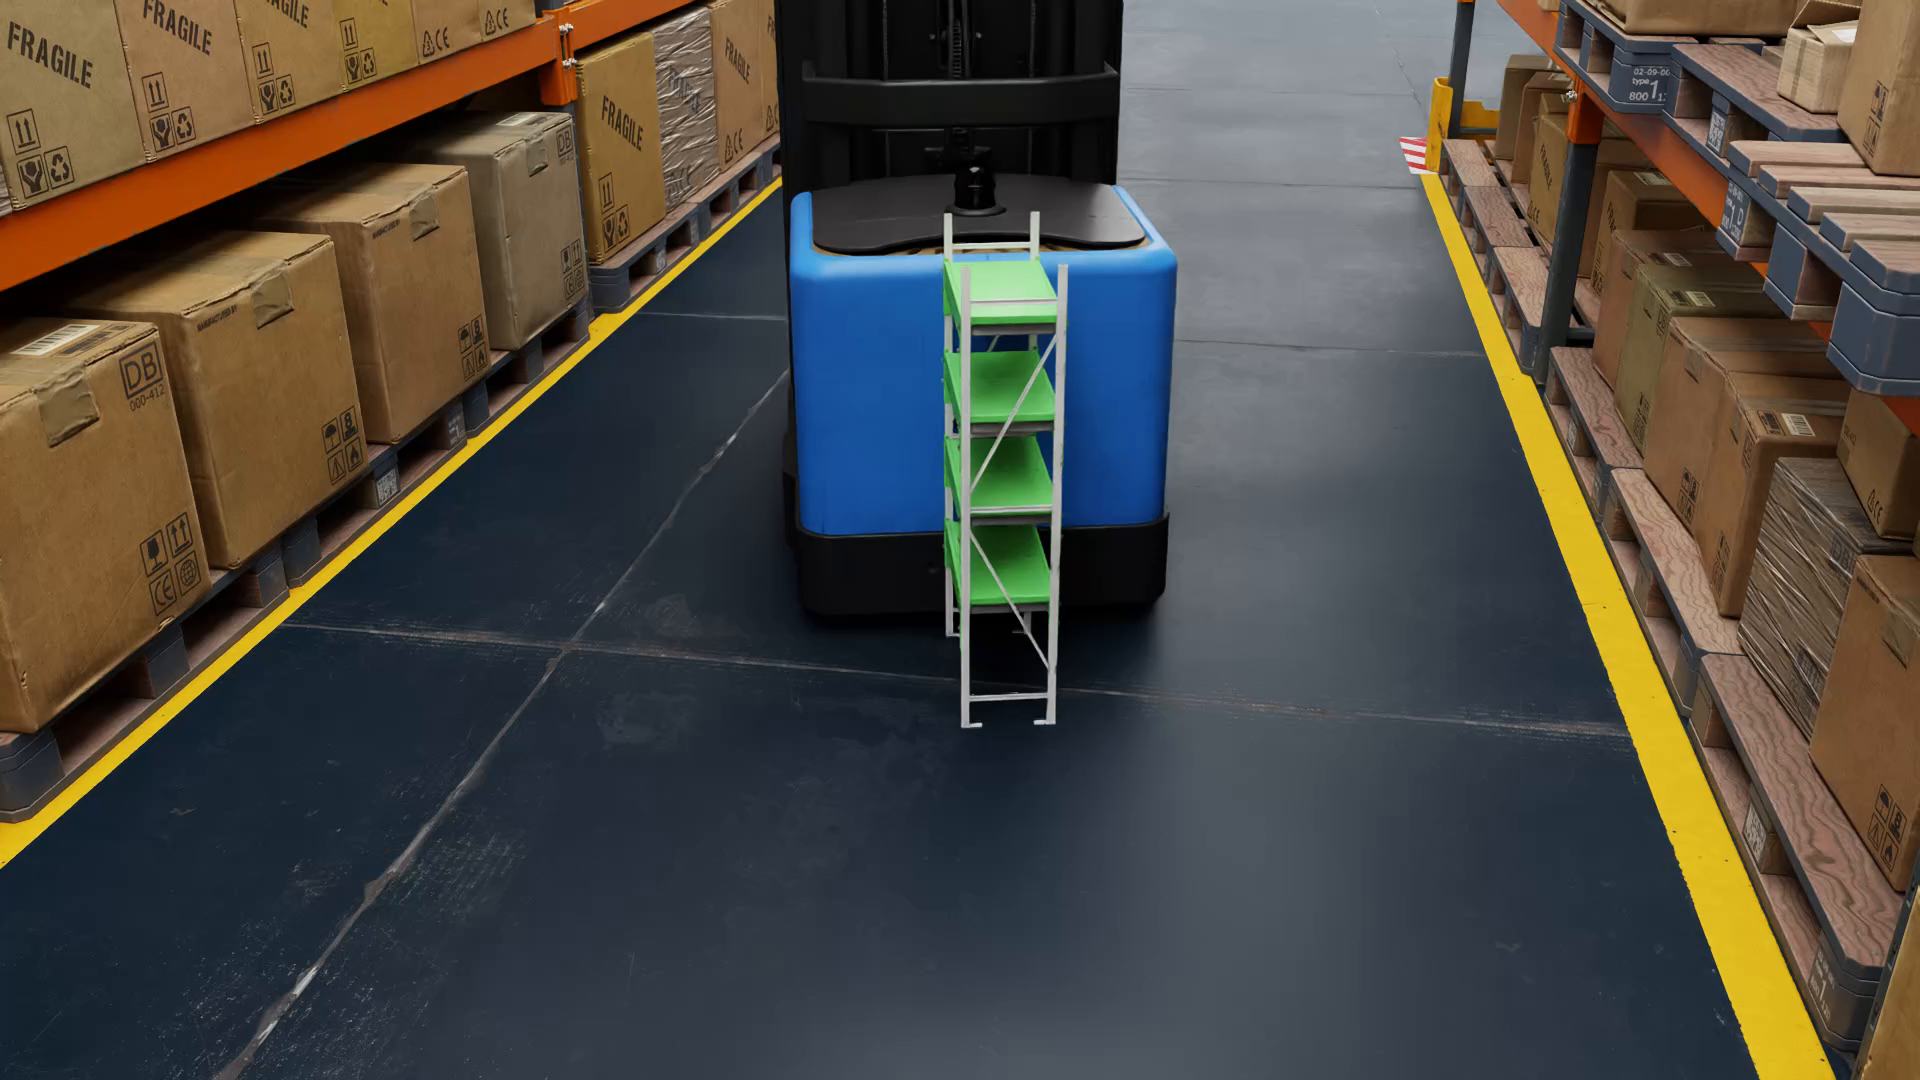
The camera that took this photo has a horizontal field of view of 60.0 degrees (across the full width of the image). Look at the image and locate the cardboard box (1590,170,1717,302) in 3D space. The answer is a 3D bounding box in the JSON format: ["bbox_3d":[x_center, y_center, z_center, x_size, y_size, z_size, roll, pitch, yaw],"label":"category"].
[{"bbox_3d":[2.873,-1.171,6.667,0.500,0.500,0.500,3,25,7],"label":"cardboard box"}]

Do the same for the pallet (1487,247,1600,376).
[{"bbox_3d":[2.843,-0.969,7.071,1.003,0.211,1.213,4,25,9],"label":"pallet"}]

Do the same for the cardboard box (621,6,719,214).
[{"bbox_3d":[-1.793,-2.198,8.418,0.875,0.875,0.875,4,25,9],"label":"cardboard box"}]

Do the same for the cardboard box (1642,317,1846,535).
[{"bbox_3d":[2.459,-0.328,4.843,0.700,0.500,0.500,2,25,4],"label":"cardboard box"}]

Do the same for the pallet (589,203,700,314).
[{"bbox_3d":[-1.907,-1.384,7.958,1.003,0.211,1.213,4,25,9],"label":"pallet"}]

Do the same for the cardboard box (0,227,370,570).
[{"bbox_3d":[-2.434,-0.447,4.826,1.050,0.750,0.750,4,25,9],"label":"cardboard box"}]

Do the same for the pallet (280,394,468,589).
[{"bbox_3d":[-2.357,-0.232,5.497,1.003,0.211,1.213,4,25,9],"label":"pallet"}]

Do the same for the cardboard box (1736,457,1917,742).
[{"bbox_3d":[2.282,0.143,3.837,0.700,0.500,0.500,2,25,4],"label":"cardboard box"}]

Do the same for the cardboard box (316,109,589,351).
[{"bbox_3d":[-2.121,-1.240,6.519,1.050,0.750,0.750,4,25,8],"label":"cardboard box"}]

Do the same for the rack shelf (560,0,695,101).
[{"bbox_3d":[-1.782,-2.845,8.639,1.077,0.370,4.000,4,25,9],"label":"rack shelf"}]

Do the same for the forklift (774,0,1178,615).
[{"bbox_3d":[-0.058,-1.707,5.440,1.130,2.935,3.031,-2,25,-5],"label":"forklift"}]

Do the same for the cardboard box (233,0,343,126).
[{"bbox_3d":[-2.176,-1.508,4.815,0.500,0.500,0.500,4,25,8],"label":"cardboard box"}]

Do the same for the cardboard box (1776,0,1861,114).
[{"bbox_3d":[2.121,-1.121,3.770,0.396,0.266,0.258,3,25,7],"label":"cardboard box"}]

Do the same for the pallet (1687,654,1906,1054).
[{"bbox_3d":[2.244,0.660,3.590,1.003,0.211,1.213,4,25,9],"label":"pallet"}]

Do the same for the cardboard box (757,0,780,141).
[{"bbox_3d":[-1.501,-2.947,10.019,0.875,0.875,0.875,4,25,9],"label":"cardboard box"}]

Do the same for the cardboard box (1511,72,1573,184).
[{"bbox_3d":[3.239,-2.167,8.795,0.500,0.500,0.500,11,27,22],"label":"cardboard box"}]

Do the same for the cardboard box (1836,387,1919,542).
[{"bbox_3d":[2.271,-0.187,3.657,0.500,0.250,0.500,7,26,14],"label":"cardboard box"}]

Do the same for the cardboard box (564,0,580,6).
[{"bbox_3d":[-2.060,-2.558,6.999,0.875,0.550,0.550,4,25,9],"label":"cardboard box"}]

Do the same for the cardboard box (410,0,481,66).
[{"bbox_3d":[-2.013,-1.932,5.721,0.500,0.500,0.500,4,25,8],"label":"cardboard box"}]

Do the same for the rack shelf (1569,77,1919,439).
[{"bbox_3d":[2.441,-0.786,4.240,1.077,0.370,4.000,4,25,9],"label":"rack shelf"}]

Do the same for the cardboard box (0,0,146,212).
[{"bbox_3d":[-2.342,-1.089,3.920,0.500,0.500,0.500,4,25,8],"label":"cardboard box"}]

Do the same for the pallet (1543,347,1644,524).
[{"bbox_3d":[2.642,-0.360,5.770,1.003,0.211,1.213,4,25,9],"label":"pallet"}]

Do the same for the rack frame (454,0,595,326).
[{"bbox_3d":[-2.109,-2.335,6.699,1.000,3.000,0.127,4,25,9],"label":"rack frame"}]

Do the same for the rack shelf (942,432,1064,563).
[{"bbox_3d":[0.101,-0.116,4.234,0.258,0.148,0.480,-2,25,-5],"label":"rack shelf"}]

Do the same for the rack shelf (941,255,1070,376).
[{"bbox_3d":[0.101,-0.551,4.030,0.258,0.148,0.480,-2,25,-5],"label":"rack shelf"}]

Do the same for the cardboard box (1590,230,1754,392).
[{"bbox_3d":[2.647,-0.761,5.766,0.700,0.500,0.500,2,25,4],"label":"cardboard box"}]

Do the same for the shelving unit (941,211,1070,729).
[{"bbox_3d":[0.101,-0.174,4.207,0.258,1.200,0.503,-2,25,-5],"label":"shelving unit"}]

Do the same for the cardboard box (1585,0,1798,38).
[{"bbox_3d":[2.500,-2.088,4.970,1.000,1.000,1.000,4,25,9],"label":"cardboard box"}]

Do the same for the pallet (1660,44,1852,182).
[{"bbox_3d":[2.398,-1.020,4.116,1.003,0.211,1.213,4,25,9],"label":"pallet"}]

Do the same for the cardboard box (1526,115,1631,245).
[{"bbox_3d":[2.983,-1.677,7.747,0.500,0.500,0.500,2,25,4],"label":"cardboard box"}]

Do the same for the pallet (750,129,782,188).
[{"bbox_3d":[-1.508,-2.405,10.139,1.003,0.211,1.213,4,25,9],"label":"pallet"}]

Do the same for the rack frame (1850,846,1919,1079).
[{"bbox_3d":[2.111,-0.276,2.301,0.949,2.616,0.053,4,25,9],"label":"rack frame"}]

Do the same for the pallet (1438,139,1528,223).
[{"bbox_3d":[3.242,-1.990,9.252,1.003,0.211,1.213,4,25,9],"label":"pallet"}]

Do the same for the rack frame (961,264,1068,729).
[{"bbox_3d":[0.123,-0.071,3.986,0.240,1.200,0.015,-2,25,-5],"label":"rack frame"}]
